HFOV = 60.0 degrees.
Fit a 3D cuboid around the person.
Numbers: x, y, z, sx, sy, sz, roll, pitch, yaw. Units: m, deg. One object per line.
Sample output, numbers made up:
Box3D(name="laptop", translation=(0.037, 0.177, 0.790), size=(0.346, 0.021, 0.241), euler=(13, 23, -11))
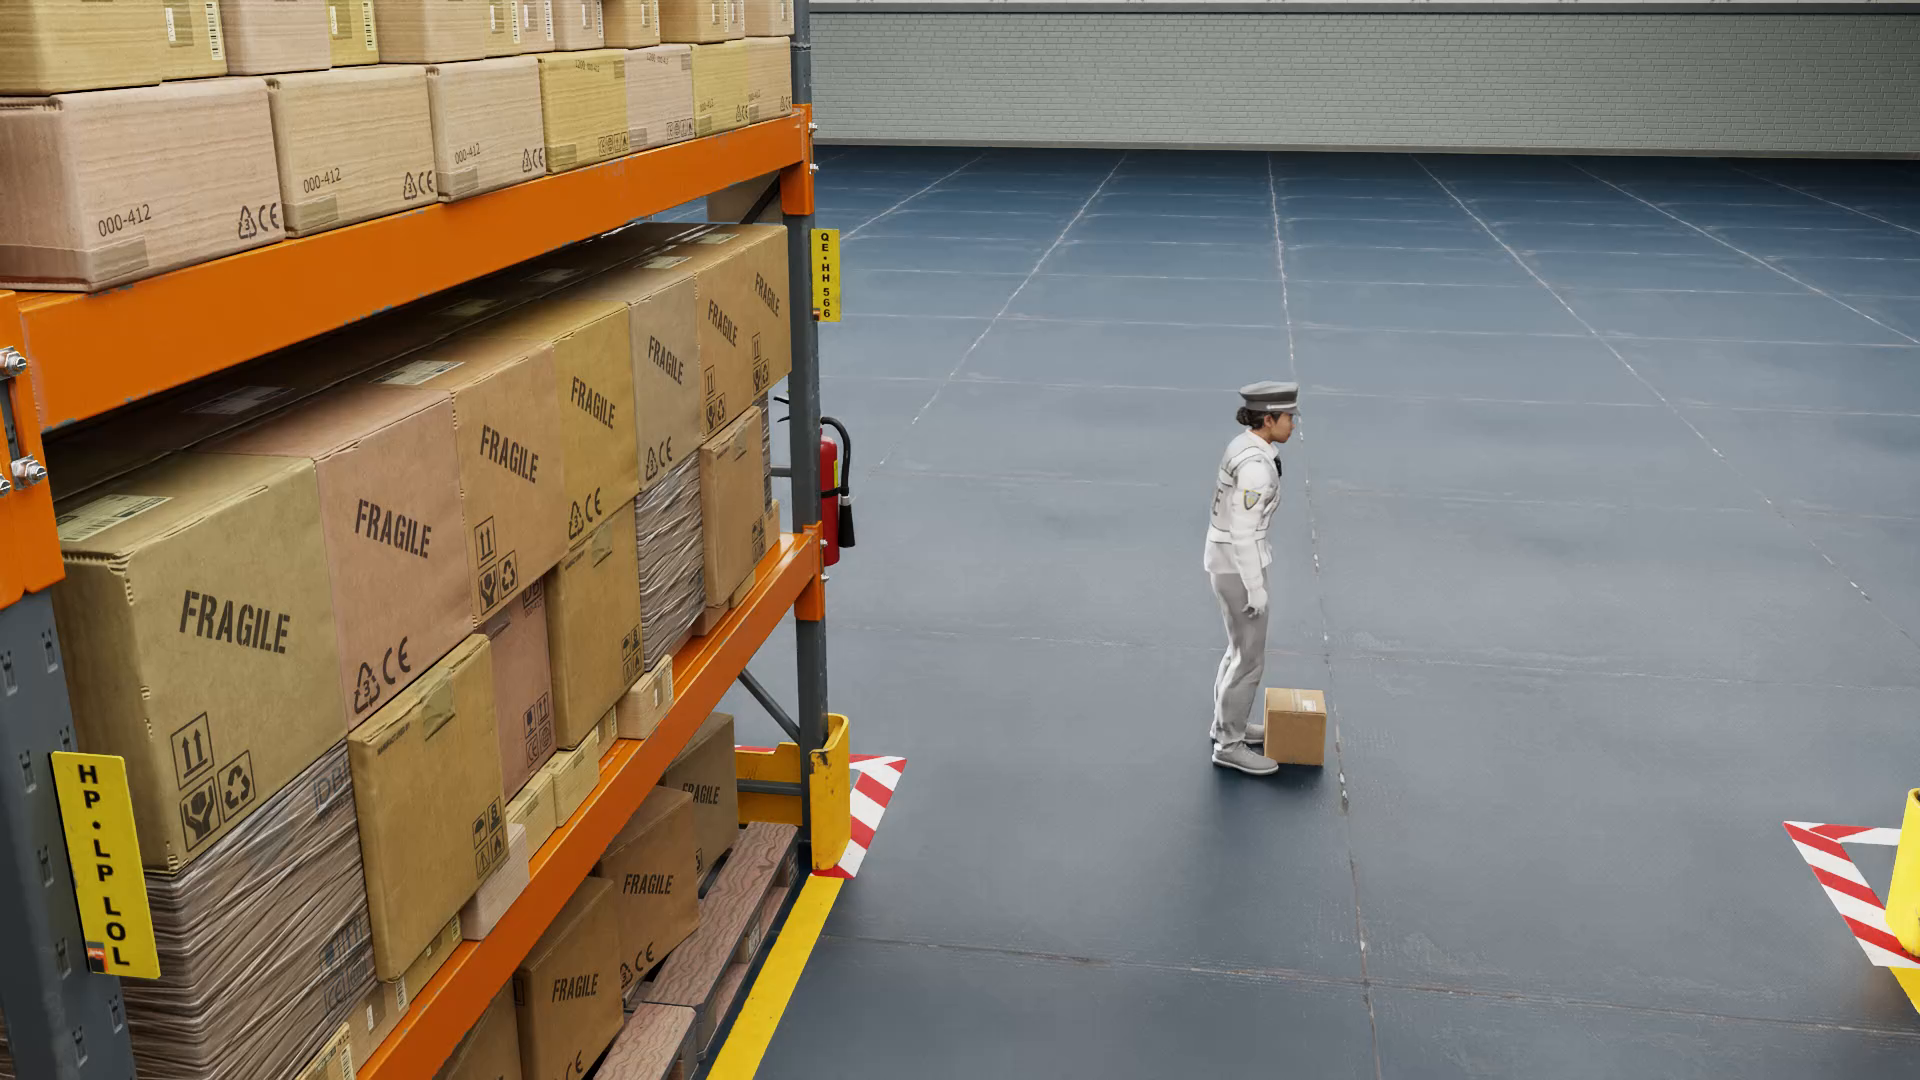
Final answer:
Box3D(name="person", translation=(1.231, 0.140, 7.119), size=(0.371, 1.663, 0.530), euler=(3, 18, 9))
